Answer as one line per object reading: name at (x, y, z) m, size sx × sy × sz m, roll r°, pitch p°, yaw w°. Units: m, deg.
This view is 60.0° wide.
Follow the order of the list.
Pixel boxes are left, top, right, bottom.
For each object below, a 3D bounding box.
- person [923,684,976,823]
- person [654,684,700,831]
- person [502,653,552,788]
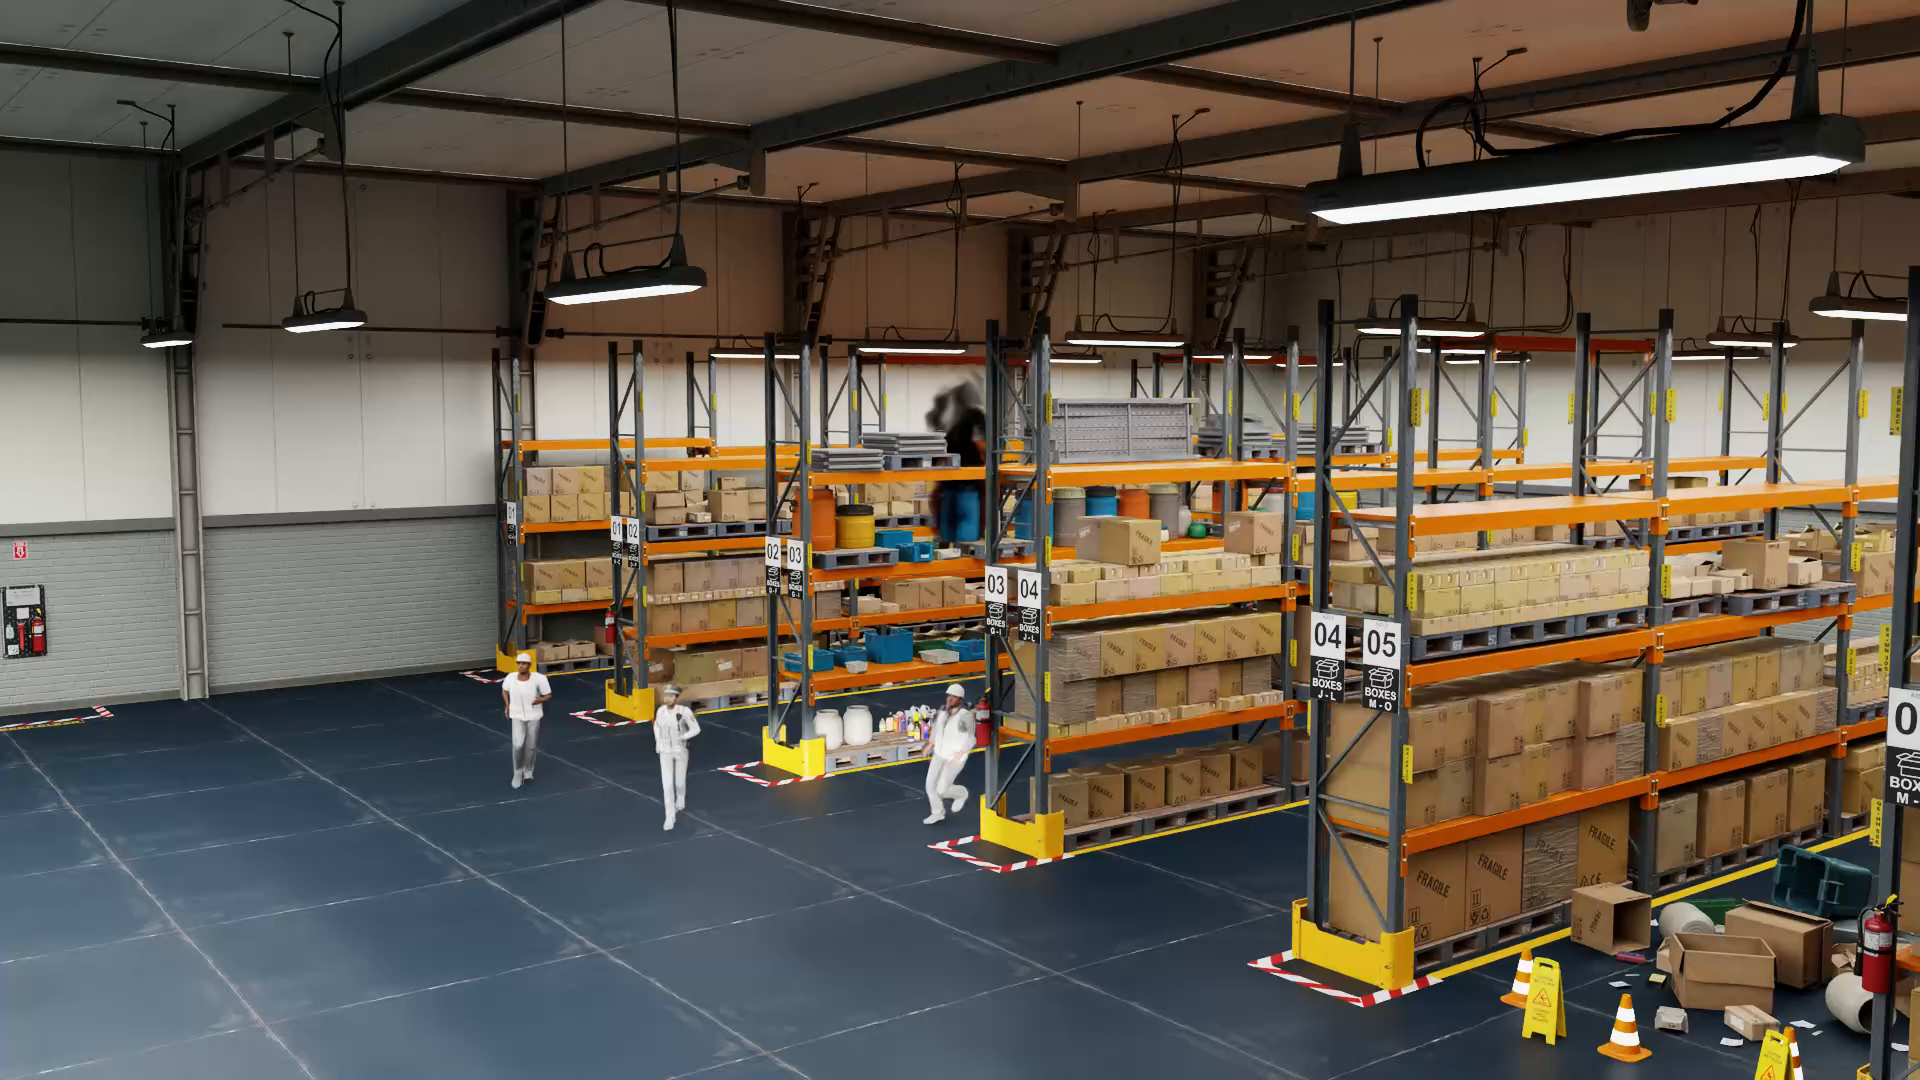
person at (-0.080, 2.569, 19.992) m, size 0.700 × 1.721 × 0.562 m, roll 5°, pitch 7°, yaw 43°
person at (-3.426, 2.566, 20.051) m, size 0.604 × 1.709 × 0.836 m, roll 0°, pitch 5°, yaw 2°
person at (-5.713, 2.381, 21.917) m, size 0.663 × 1.802 × 0.715 m, roll -1°, pitch 5°, yaw -9°
